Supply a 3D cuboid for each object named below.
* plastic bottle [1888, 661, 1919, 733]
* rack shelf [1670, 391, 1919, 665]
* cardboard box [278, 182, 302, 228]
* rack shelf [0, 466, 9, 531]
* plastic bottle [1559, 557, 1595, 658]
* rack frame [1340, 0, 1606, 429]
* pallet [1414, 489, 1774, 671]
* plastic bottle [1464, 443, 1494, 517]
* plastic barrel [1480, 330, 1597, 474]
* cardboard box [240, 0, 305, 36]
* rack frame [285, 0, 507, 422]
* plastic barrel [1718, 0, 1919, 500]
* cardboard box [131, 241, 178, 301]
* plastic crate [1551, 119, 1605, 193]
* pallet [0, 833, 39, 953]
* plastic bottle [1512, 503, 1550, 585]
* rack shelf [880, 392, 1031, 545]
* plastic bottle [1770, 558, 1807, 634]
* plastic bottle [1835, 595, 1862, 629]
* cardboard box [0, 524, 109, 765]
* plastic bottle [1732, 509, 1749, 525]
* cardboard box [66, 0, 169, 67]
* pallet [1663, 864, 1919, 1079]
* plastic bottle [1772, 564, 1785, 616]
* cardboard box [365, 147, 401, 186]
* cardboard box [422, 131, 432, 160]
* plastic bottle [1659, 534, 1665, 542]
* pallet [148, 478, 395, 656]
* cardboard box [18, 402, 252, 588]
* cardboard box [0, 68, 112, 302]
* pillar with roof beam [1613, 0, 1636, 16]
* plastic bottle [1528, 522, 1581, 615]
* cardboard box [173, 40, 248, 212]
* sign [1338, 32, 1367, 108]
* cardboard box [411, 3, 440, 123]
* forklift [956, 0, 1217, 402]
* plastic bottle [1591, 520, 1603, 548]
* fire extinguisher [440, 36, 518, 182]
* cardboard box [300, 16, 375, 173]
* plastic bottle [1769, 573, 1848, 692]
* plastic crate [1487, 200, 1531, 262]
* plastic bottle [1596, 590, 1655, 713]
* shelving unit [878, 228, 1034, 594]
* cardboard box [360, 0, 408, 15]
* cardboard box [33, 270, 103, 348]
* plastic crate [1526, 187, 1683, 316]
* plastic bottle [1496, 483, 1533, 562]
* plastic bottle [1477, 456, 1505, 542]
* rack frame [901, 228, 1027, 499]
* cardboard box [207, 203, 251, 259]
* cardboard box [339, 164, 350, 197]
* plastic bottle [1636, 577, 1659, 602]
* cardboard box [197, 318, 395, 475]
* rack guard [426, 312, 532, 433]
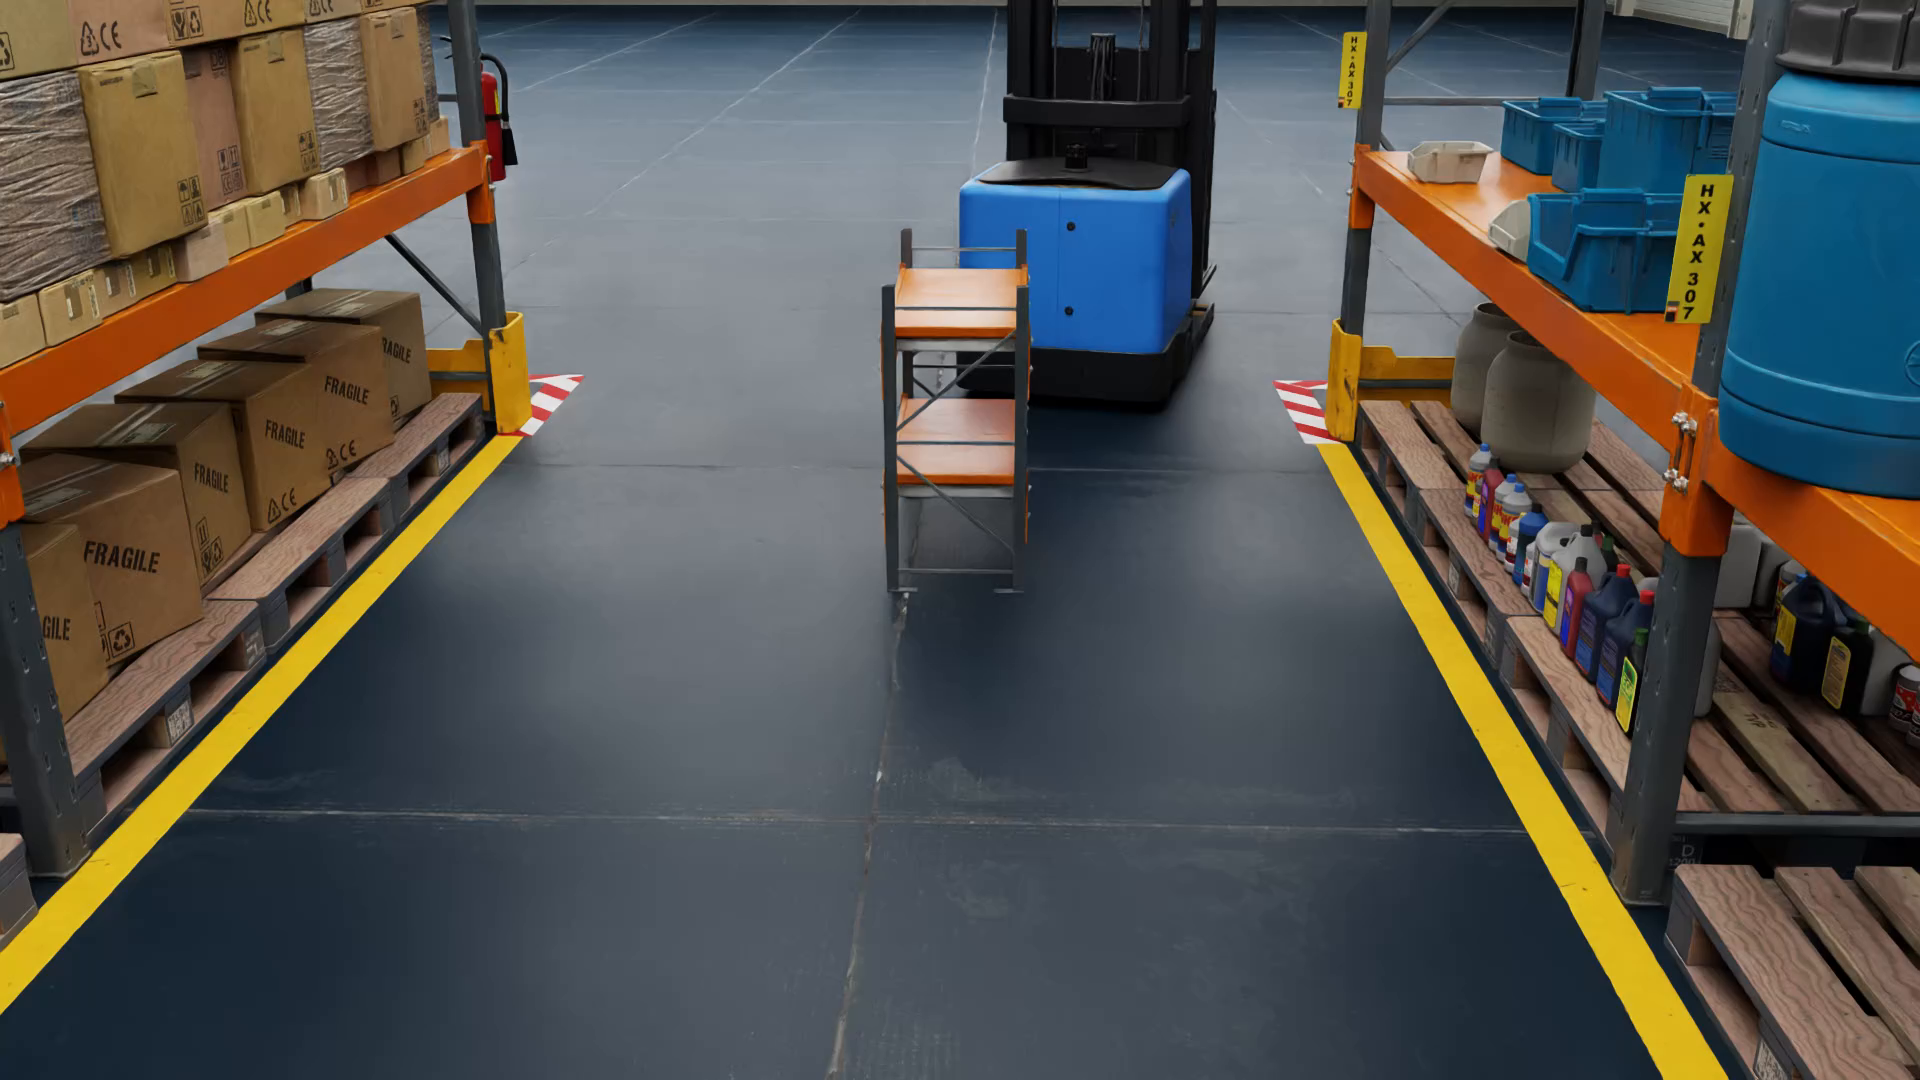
[{"bbox_3d":[2.617,0.421,4.558,0.097,0.201,0.097,0,21,0],"label":"plastic bottle"},{"bbox_3d":[2.102,0.564,1.924,1.077,0.370,4.000,1,21,2],"label":"rack shelf"},{"bbox_3d":[-2.486,-1.140,5.667,0.380,0.149,0.250,1,21,2],"label":"cardboard box"},{"bbox_3d":[-2.849,0.509,2.064,1.077,0.370,4.000,1,21,2],"label":"rack shelf"},{"bbox_3d":[1.863,0.202,5.009,0.061,0.283,0.133,2,21,5],"label":"plastic bottle"},{"bbox_3d":[2.285,-1.941,7.385,1.000,3.000,0.127,1,21,2],"label":"rack frame"},{"bbox_3d":[2.259,0.121,5.926,1.003,0.211,1.213,1,21,2],"label":"pallet"},{"bbox_3d":[1.918,-0.222,6.118,0.097,0.271,0.097,0,21,0],"label":"plastic bottle"},{"bbox_3d":[2.326,-0.557,6.676,0.421,0.512,0.421,0,21,0],"label":"plastic barrel"},{"bbox_3d":[-2.486,-1.903,5.355,0.500,0.500,0.500,1,21,2],"label":"cardboard box"},{"bbox_3d":[-2.666,-1.995,7.525,1.000,3.000,0.127,1,21,2],"label":"rack frame"},{"bbox_3d":[1.848,-0.592,3.215,0.600,0.901,0.708,1,21,2],"label":"plastic barrel"},{"bbox_3d":[-2.482,-0.778,4.735,0.380,0.149,0.250,1,21,2],"label":"cardboard box"},{"bbox_3d":[2.543,-1.453,6.332,0.499,0.251,0.408,1,21,2],"label":"plastic crate"},{"bbox_3d":[-2.810,1.032,3.577,1.003,0.211,1.213,1,21,2],"label":"pallet"},{"bbox_3d":[1.898,0.011,5.516,0.097,0.271,0.097,0,21,0],"label":"plastic bottle"},{"bbox_3d":[0.000,-0.294,6.408,0.538,0.278,1.000,1,21,2],"label":"rack shelf"},{"bbox_3d":[2.575,0.163,5.126,0.097,0.271,0.097,0,21,0],"label":"plastic bottle"},{"bbox_3d":[2.602,0.248,4.797,0.144,0.351,0.185,1,21,3],"label":"plastic bottle"},{"bbox_3d":[-2.736,0.276,4.546,0.500,0.500,0.500,0,21,0],"label":"cardboard box"},{"bbox_3d":[2.626,-0.041,5.543,0.144,0.351,0.185,2,21,4],"label":"plastic bottle"},{"bbox_3d":[-2.506,-1.541,4.423,0.500,0.500,0.500,1,21,2],"label":"cardboard box"},{"bbox_3d":[2.178,1.090,3.429,1.003,0.211,1.213,1,21,2],"label":"pallet"},{"bbox_3d":[2.640,0.147,5.263,0.097,0.201,0.097,0,21,0],"label":"plastic bottle"},{"bbox_3d":[-2.456,-1.501,6.599,0.380,0.149,0.250,1,21,2],"label":"cardboard box"},{"bbox_3d":[-2.477,-1.683,7.066,0.380,0.149,0.250,1,21,2],"label":"cardboard box"},{"bbox_3d":[2.525,-0.121,5.841,0.061,0.283,0.133,1,21,2],"label":"plastic bottle"},{"bbox_3d":[-2.768,0.065,6.069,1.003,0.211,1.213,1,21,2],"label":"pallet"},{"bbox_3d":[-2.785,-0.156,5.660,0.500,0.500,0.500,-1,21,-3],"label":"cardboard box"},{"bbox_3d":[-2.712,-0.897,4.143,0.875,0.500,0.500,1,21,2],"label":"cardboard box"},{"bbox_3d":[9.640,-15.261,33.419,9.100,9.000,0.400,1,21,2],"label":"pillar with roof beam"},{"bbox_3d":[1.919,0.089,5.310,0.152,0.276,0.135,1,21,3],"label":"plastic bottle"},{"bbox_3d":[-2.747,-1.259,5.077,0.875,0.500,0.500,1,21,2],"label":"cardboard box"},{"bbox_3d":[1.735,-2.078,7.354,0.100,0.325,0.005,1,21,2],"label":"sign"},{"bbox_3d":[-2.710,-1.982,6.941,0.875,0.500,0.500,1,21,2],"label":"cardboard box"},{"bbox_3d":[0.852,-2.534,9.007,1.130,2.935,3.031,5,22,14],"label":"forklift"},{"bbox_3d":[2.025,0.087,5.306,0.061,0.283,0.133,1,21,2],"label":"plastic bottle"},{"bbox_3d":[-2.202,-1.996,7.633,0.296,0.674,0.183,1,21,2],"label":"fire extinguisher"},{"bbox_3d":[-2.664,-1.620,6.007,0.875,0.500,0.500,1,21,2],"label":"cardboard box"},{"bbox_3d":[2.458,0.246,4.801,0.144,0.351,0.185,1,21,2],"label":"plastic bottle"},{"bbox_3d":[1.959,-0.962,5.225,0.530,0.136,0.437,1,21,2],"label":"plastic crate"},{"bbox_3d":[1.894,0.299,4.665,0.144,0.351,0.185,0,21,0],"label":"plastic bottle"},{"bbox_3d":[0.000,-0.522,6.319,0.538,1.125,1.048,1,21,2],"label":"shelving unit"},{"bbox_3d":[-2.445,-2.264,6.287,0.500,0.500,0.500,1,21,2],"label":"cardboard box"},{"bbox_3d":[-2.460,-0.597,4.268,0.380,0.149,0.250,1,21,2],"label":"cardboard box"},{"bbox_3d":[1.925,-0.829,4.723,0.499,0.251,0.616,1,21,2],"label":"plastic crate"},{"bbox_3d":[1.904,-0.062,5.705,0.097,0.271,0.097,0,21,0],"label":"plastic bottle"},{"bbox_3d":[1.893,-0.146,5.905,0.061,0.283,0.133,1,21,3],"label":"plastic bottle"},{"bbox_3d":[0.015,-0.706,6.793,0.500,1.125,0.032,1,21,2],"label":"rack frame"},{"bbox_3d":[-2.467,-0.959,5.200,0.380,0.149,0.250,1,21,2],"label":"cardboard box"},{"bbox_3d":[-2.490,-1.321,6.134,0.380,0.149,0.250,1,21,2],"label":"cardboard box"},{"bbox_3d":[2.049,0.257,4.877,0.152,0.276,0.135,1,21,2],"label":"plastic bottle"},{"bbox_3d":[-2.686,-0.584,6.762,0.500,0.500,0.500,6,22,16],"label":"cardboard box"},{"bbox_3d":[-2.668,-0.803,7.906,1.175,0.500,0.348,1,21,2],"label":"rack guard"}]
